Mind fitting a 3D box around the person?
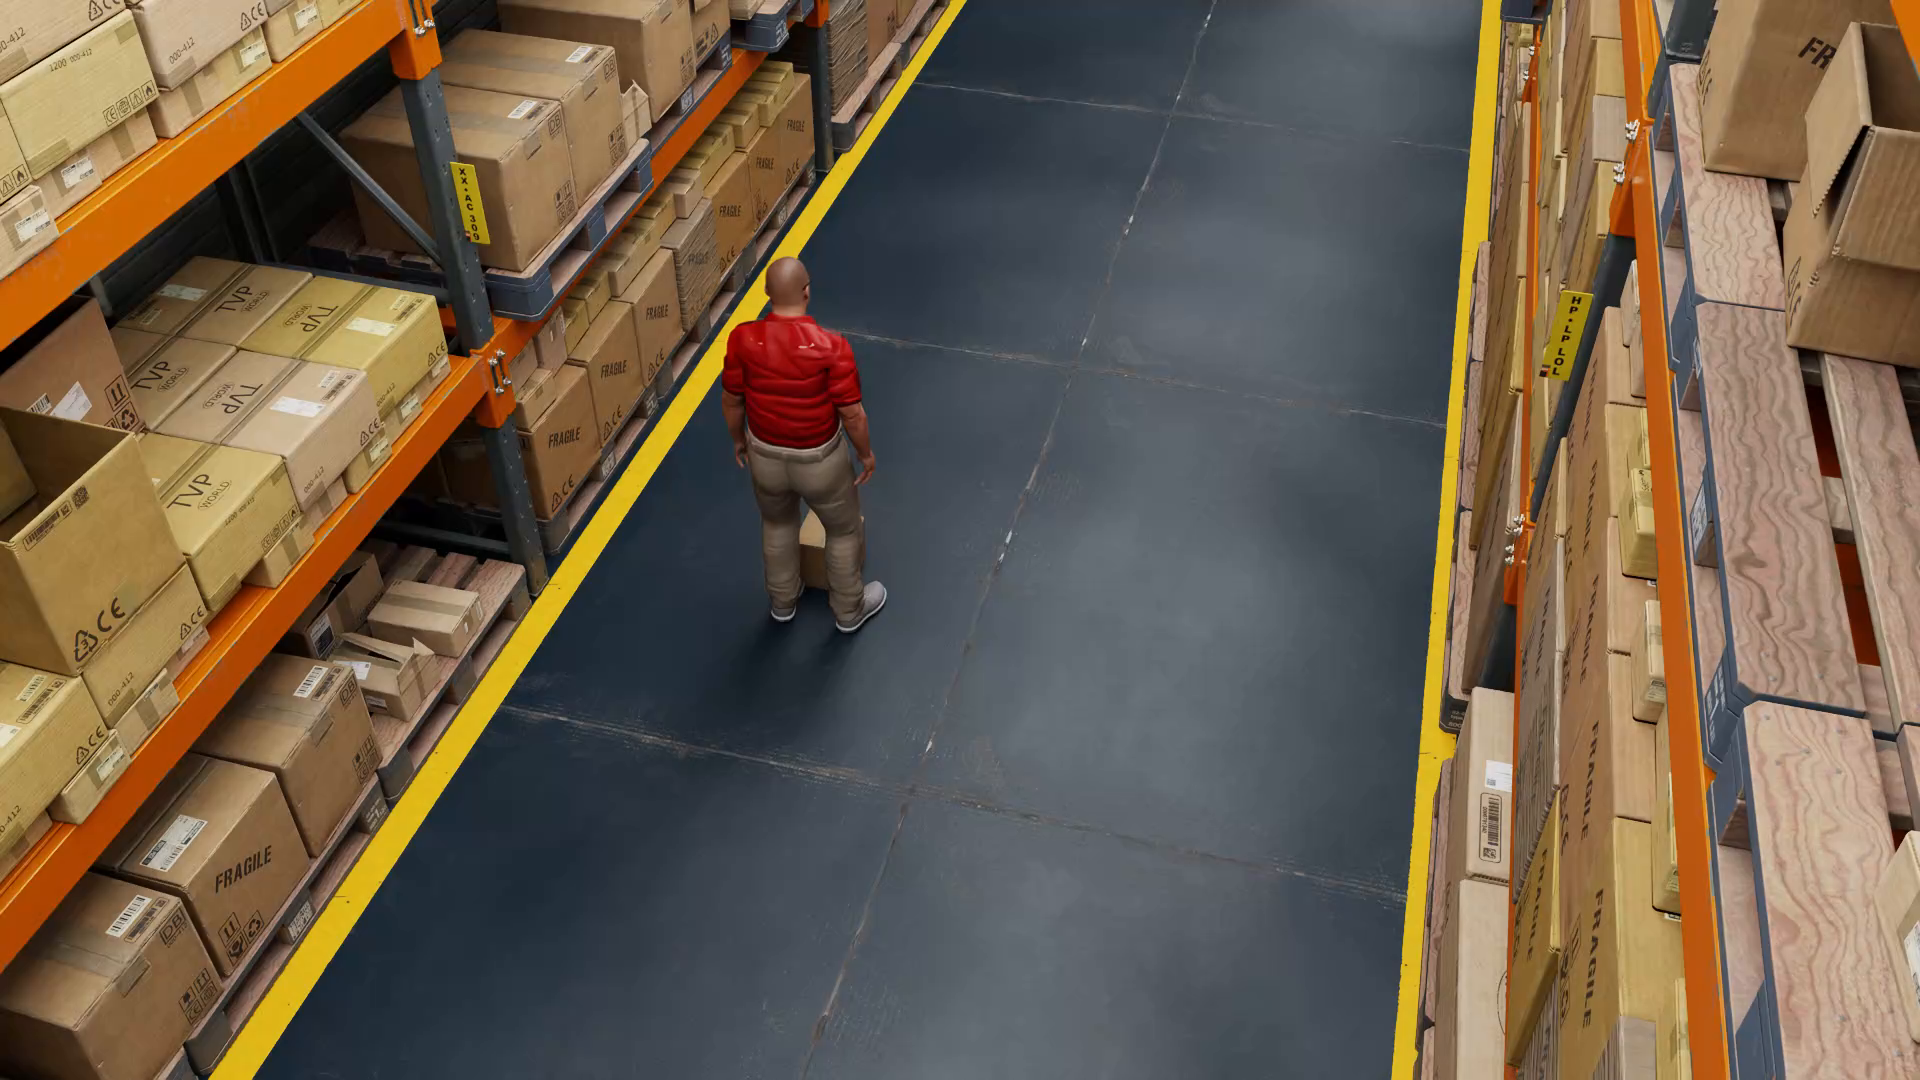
[{"bbox_3d":[-0.643,-0.355,6.746,0.599,1.727,0.391,9,42,10],"label":"person"}]
